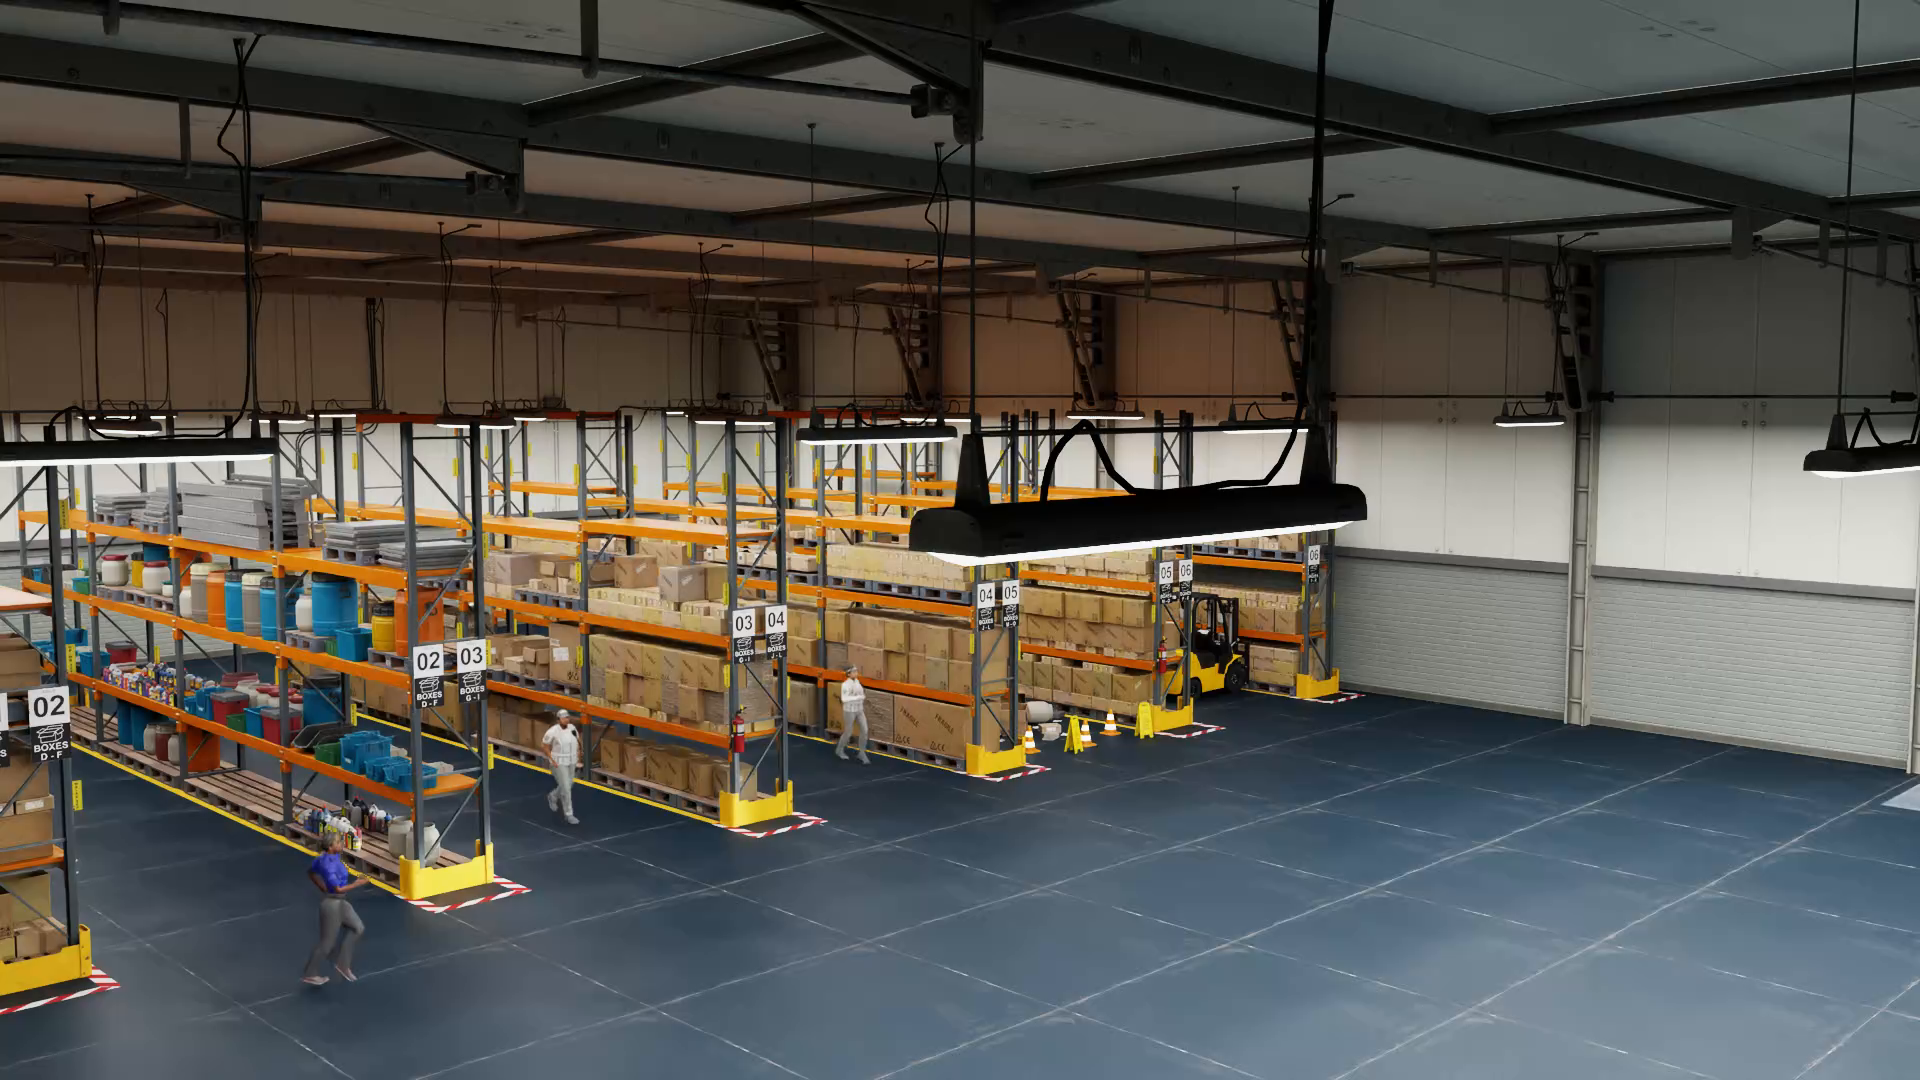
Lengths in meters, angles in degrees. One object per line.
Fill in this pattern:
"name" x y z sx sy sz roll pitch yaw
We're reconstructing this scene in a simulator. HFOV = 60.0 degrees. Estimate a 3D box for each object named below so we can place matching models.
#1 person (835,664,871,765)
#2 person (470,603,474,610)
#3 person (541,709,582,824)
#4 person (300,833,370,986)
"person" -1.849 2.988 28.682 0.720 1.740 0.596 4 6 40
"person" -10.889 2.234 37.301 0.689 1.729 0.519 -5 7 -42
"person" -5.910 3.333 24.764 0.837 1.663 0.599 4 7 41
"person" -6.694 3.963 17.827 0.705 1.698 0.539 -2 5 -17
